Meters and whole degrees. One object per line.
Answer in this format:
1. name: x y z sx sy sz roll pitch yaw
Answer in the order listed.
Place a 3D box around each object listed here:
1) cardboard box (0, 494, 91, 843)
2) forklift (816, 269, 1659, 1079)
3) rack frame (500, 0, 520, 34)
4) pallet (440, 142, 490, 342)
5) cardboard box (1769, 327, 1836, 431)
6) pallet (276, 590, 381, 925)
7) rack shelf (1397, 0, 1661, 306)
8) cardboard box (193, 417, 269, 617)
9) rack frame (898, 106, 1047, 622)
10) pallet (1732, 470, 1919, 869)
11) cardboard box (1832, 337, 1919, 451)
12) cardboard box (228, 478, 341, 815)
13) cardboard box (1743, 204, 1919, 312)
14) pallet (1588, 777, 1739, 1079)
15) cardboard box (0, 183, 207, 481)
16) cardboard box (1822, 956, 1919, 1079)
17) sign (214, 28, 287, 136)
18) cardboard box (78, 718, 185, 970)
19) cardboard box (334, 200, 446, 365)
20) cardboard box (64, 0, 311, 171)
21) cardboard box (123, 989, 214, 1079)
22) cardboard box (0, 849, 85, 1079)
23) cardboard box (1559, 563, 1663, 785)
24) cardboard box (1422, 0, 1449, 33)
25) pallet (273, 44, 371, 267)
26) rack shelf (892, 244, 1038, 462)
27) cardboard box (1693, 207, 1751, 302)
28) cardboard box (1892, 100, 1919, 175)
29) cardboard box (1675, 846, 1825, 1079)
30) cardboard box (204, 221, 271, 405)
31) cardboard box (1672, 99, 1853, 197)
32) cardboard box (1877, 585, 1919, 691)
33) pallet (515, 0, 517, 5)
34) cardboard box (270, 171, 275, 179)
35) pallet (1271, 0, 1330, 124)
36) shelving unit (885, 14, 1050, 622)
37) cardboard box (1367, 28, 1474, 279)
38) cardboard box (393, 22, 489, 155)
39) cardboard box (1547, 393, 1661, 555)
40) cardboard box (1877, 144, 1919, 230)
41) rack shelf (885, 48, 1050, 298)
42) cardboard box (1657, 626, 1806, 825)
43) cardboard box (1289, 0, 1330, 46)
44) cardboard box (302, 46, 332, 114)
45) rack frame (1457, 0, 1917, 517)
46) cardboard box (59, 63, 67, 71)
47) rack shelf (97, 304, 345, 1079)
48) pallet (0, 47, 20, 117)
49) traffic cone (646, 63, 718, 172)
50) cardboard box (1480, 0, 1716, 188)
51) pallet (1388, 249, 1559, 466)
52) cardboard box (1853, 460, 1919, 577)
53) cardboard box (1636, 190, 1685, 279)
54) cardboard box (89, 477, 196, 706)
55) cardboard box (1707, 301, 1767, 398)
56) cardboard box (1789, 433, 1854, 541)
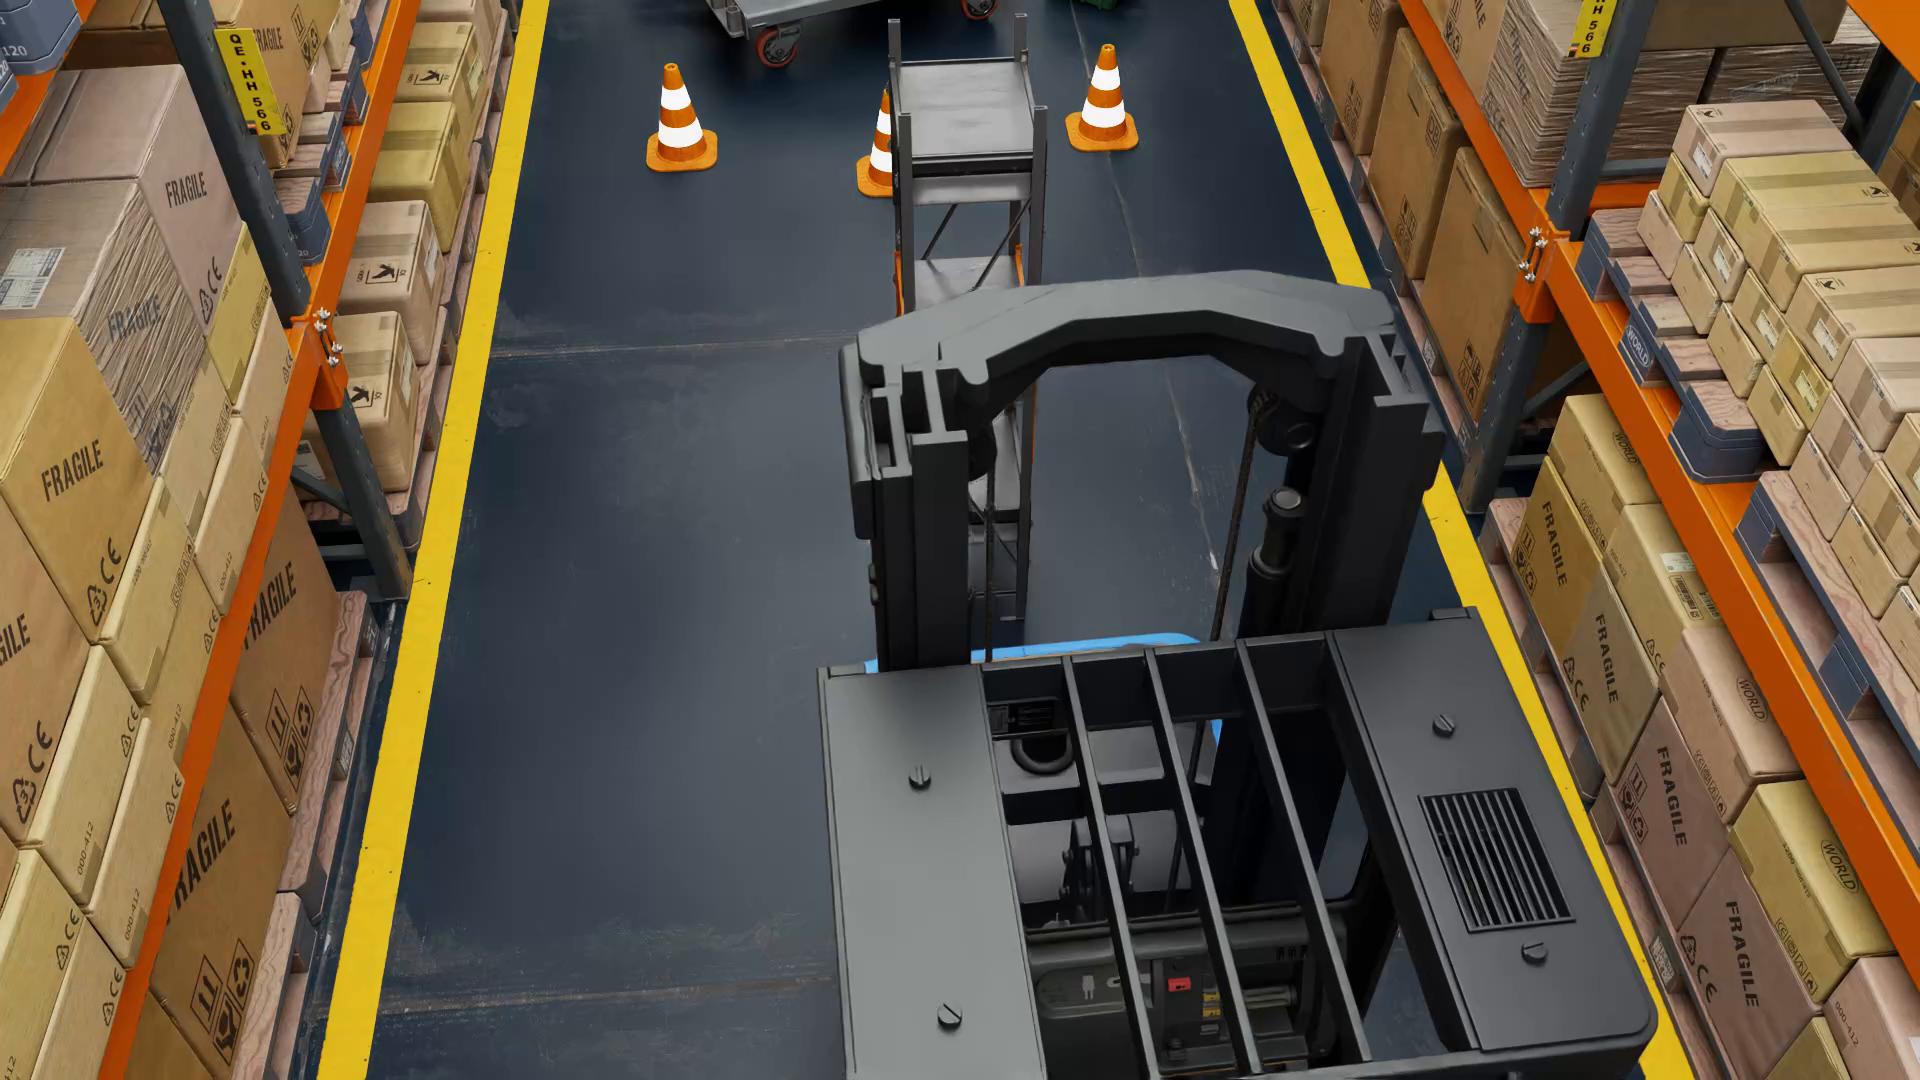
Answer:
1. cardboard box: -2.079 0.254 3.186 0.500 0.500 0.500 -4 47 -4
2. forklift: 0.346 1.081 3.208 1.130 2.935 3.031 -5 47 -5
3. rack frame: -2.839 -3.717 7.705 1.000 3.000 0.127 -3 47 -3
4. pallet: -2.667 -1.310 7.346 1.003 0.211 1.213 -3 47 -3
5. cardboard box: 2.333 -0.424 4.265 0.380 0.149 0.250 -3 47 -3
6. pallet: -2.513 0.711 5.432 1.003 0.211 1.213 -3 47 -3
7. rack shelf: 2.253 -2.397 6.949 1.077 0.370 4.000 -3 47 -3
8. cardboard box: -2.144 -0.053 4.337 0.500 0.250 0.500 -3 47 -3
9. rack frame: 0.034 -0.426 5.207 0.400 2.100 0.015 -3 47 -3
10. pallet: 2.627 0.299 4.033 1.003 0.211 1.213 -3 47 -3
11. cardboard box: 2.354 -0.354 3.994 0.380 0.149 0.250 -2 47 -1
12. cardboard box: -2.529 0.268 5.105 0.875 0.875 0.875 -4 47 -4
13. cardboard box: 2.307 -0.742 4.360 0.380 0.149 0.250 -4 47 -4
14. pallet: 2.583 1.208 4.961 1.003 0.211 1.213 -3 47 -3
15. cardboard box: -2.149 -0.472 3.874 0.500 0.500 0.500 -3 47 -3
16. cardboard box: 2.411 1.258 3.909 0.500 0.250 0.500 -1 47 -1
17. sign: -1.951 -1.257 4.577 0.100 0.325 0.005 -3 47 -3
18. cardboard box: -2.047 0.680 3.644 0.500 0.250 0.500 -4 47 -4
19. cardboard box: -2.611 -1.007 6.658 0.950 0.372 0.625 -4 47 -4
20. cardboard box: -2.311 -1.444 4.989 0.500 0.500 0.500 -5 47 -4
21. cardboard box: -2.384 1.560 3.880 0.875 0.875 0.875 -2 47 -2
22. cardboard box: -2.012 0.873 3.116 0.500 0.250 0.500 -3 47 -3
23. cardboard box: 2.271 0.409 5.229 0.500 0.500 0.500 -3 47 -3
24. cardboard box: 2.033 -2.264 6.259 0.500 0.500 0.500 -4 47 -4
25. pallet: -2.670 -1.266 5.515 1.213 0.211 1.003 -3 47 -3
26. rack shelf: 0.014 -0.593 5.384 0.431 0.518 0.480 -3 47 -3
27. cardboard box: 2.286 -0.799 4.620 0.380 0.149 0.250 -1 47 -1
28. cardboard box: 2.918 -1.133 4.731 0.380 0.149 0.250 -5 47 -5
29. cardboard box: 2.361 1.149 4.528 0.500 0.500 0.500 -4 47 -4
30. cardboard box: -2.210 -0.608 4.519 0.500 0.250 0.500 -4 47 -3
31. cardboard box: 2.266 -1.110 4.710 0.380 0.149 0.250 -3 47 -3
32. cardboard box: 2.390 0.228 3.852 0.380 0.149 0.250 -5 47 -5
33. pallet: -2.930 -3.242 9.175 1.003 0.211 1.213 -3 47 -3
34. cardboard box: -2.346 -1.128 5.136 0.380 0.149 0.250 -6 47 -6
35. pallet: 2.225 -2.579 8.547 1.003 0.211 1.213 -3 47 -3
36. shelving unit: 0.014 -0.602 5.374 0.431 2.100 0.503 -3 47 -3
37. cardboard box: 2.383 -1.646 7.003 1.050 0.750 0.750 -3 47 -3
38. cardboard box: -2.729 -2.059 7.654 0.950 0.372 0.625 -1 47 -1
39. cardboard box: 2.237 -0.226 5.314 0.500 0.250 0.500 -5 47 -5
40. cardboard box: 2.916 -1.028 4.836 0.380 0.149 0.250 -3 47 -2
41. rack shelf: 0.014 -1.074 4.876 0.431 0.518 0.480 -3 47 -3
42. cardboard box: 2.308 0.499 4.627 0.500 0.250 0.500 -3 47 -3
43. cardboard box: 2.227 -3.018 8.303 1.050 0.750 0.750 -4 47 -3
44. cardboard box: -2.313 -1.535 5.522 0.380 0.149 0.250 -6 47 -6
45. rack frame: 2.420 -1.197 5.318 1.000 3.000 0.127 -3 47 -3
46. cardboard box: -2.819 -1.416 4.962 0.500 0.500 0.500 -5 47 -4
47. rack shelf: -2.336 0.871 3.854 1.077 0.370 4.000 -3 47 -3
48. pallet: -2.300 -0.518 2.739 1.003 0.211 1.213 -2 47 -1
49. traffic cone: -1.340 -2.033 7.857 0.336 0.463 0.334 -3 47 -3
50. cardboard box: 2.115 -1.541 5.575 0.500 0.500 0.500 -3 47 -3
51. pallet: 2.430 -0.813 6.875 1.003 0.211 1.213 -3 47 -3
52. cardboard box: 2.370 -0.064 3.923 0.380 0.149 0.250 -4 47 -4
53. cardboard box: 2.257 -0.919 4.938 0.380 0.149 0.250 -4 47 -4
54. cardboard box: -2.100 0.131 3.819 0.500 0.250 0.500 -5 47 -4
55. cardboard box: 2.302 -0.530 4.570 0.380 0.149 0.250 -1 47 -1
56. cardboard box: 2.351 -0.142 4.203 0.380 0.149 0.250 -2 47 -2
